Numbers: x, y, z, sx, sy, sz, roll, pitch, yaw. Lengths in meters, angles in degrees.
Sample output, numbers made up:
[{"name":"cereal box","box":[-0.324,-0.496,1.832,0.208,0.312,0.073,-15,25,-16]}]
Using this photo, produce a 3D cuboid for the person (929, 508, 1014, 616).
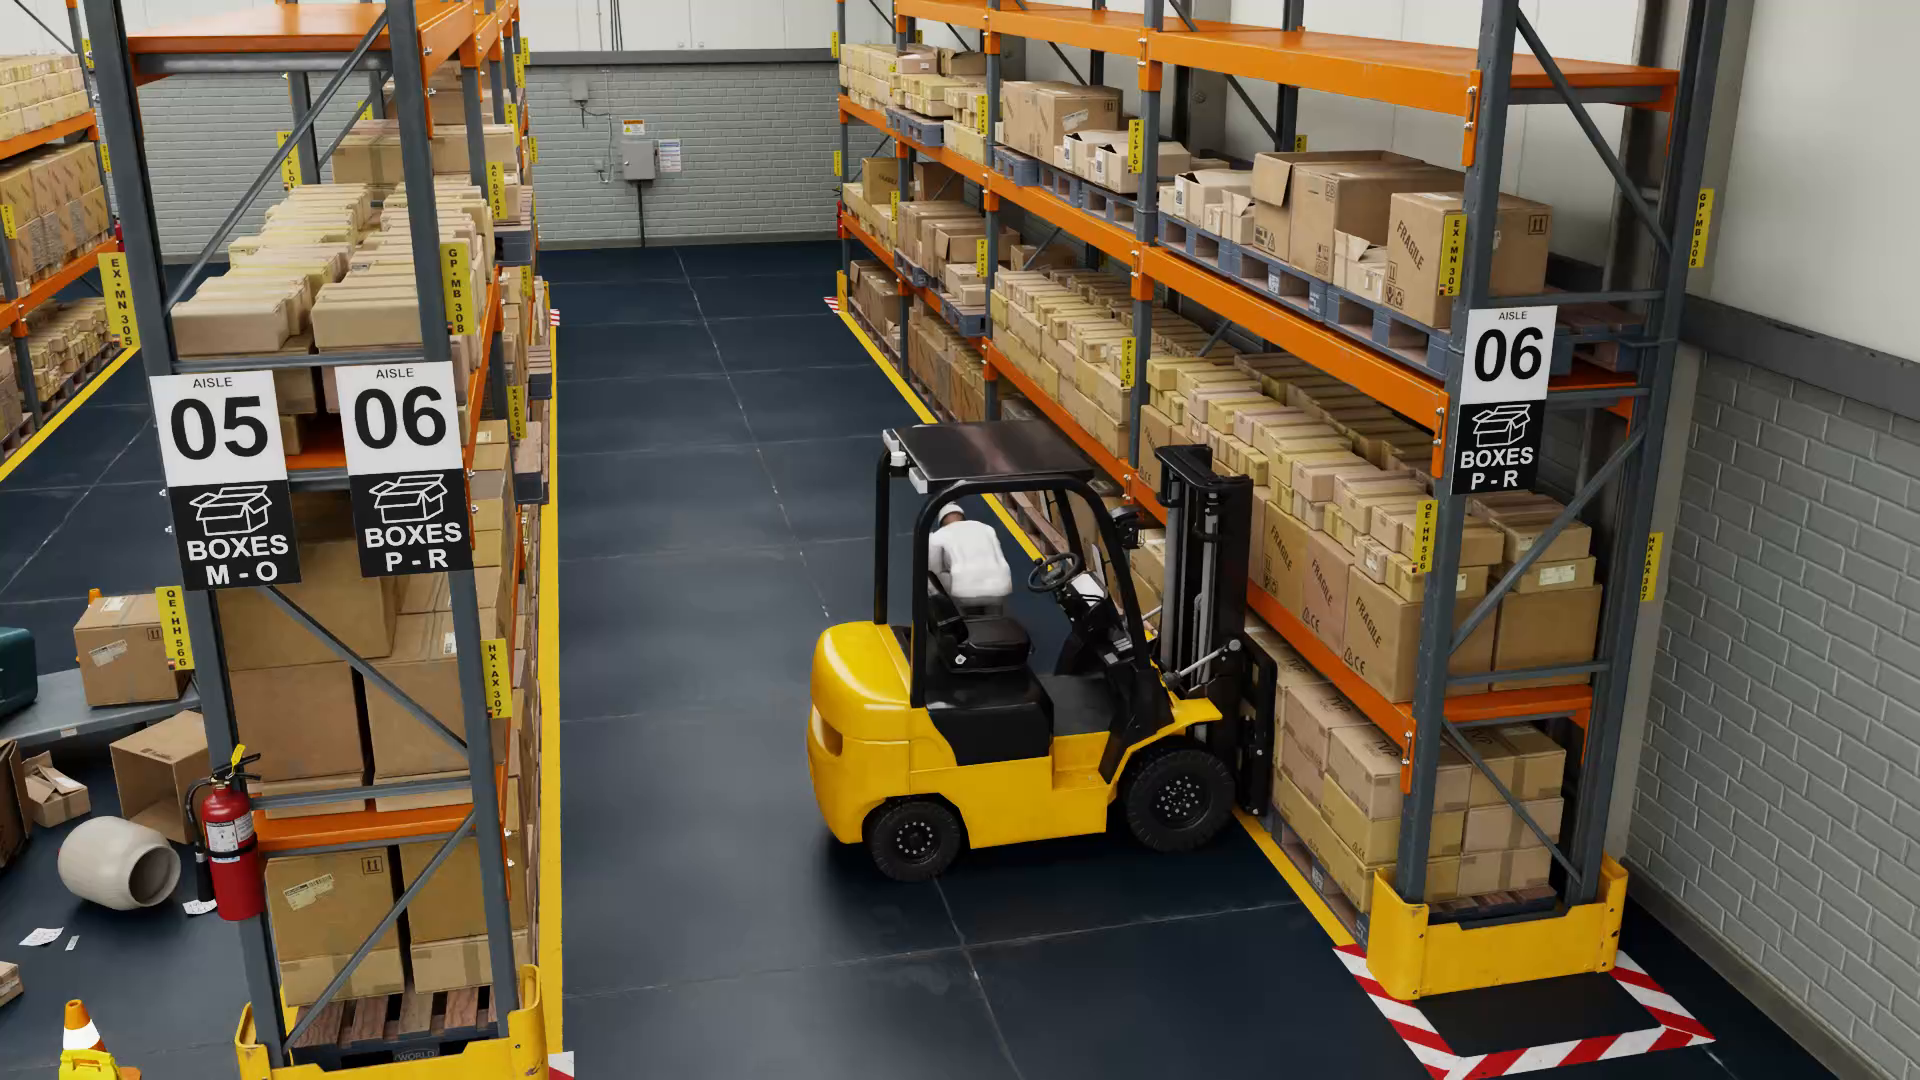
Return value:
[{"name":"person","box":[0.062,0.216,11.813,0.513,0.874,0.968,-5,20,-13]}]
